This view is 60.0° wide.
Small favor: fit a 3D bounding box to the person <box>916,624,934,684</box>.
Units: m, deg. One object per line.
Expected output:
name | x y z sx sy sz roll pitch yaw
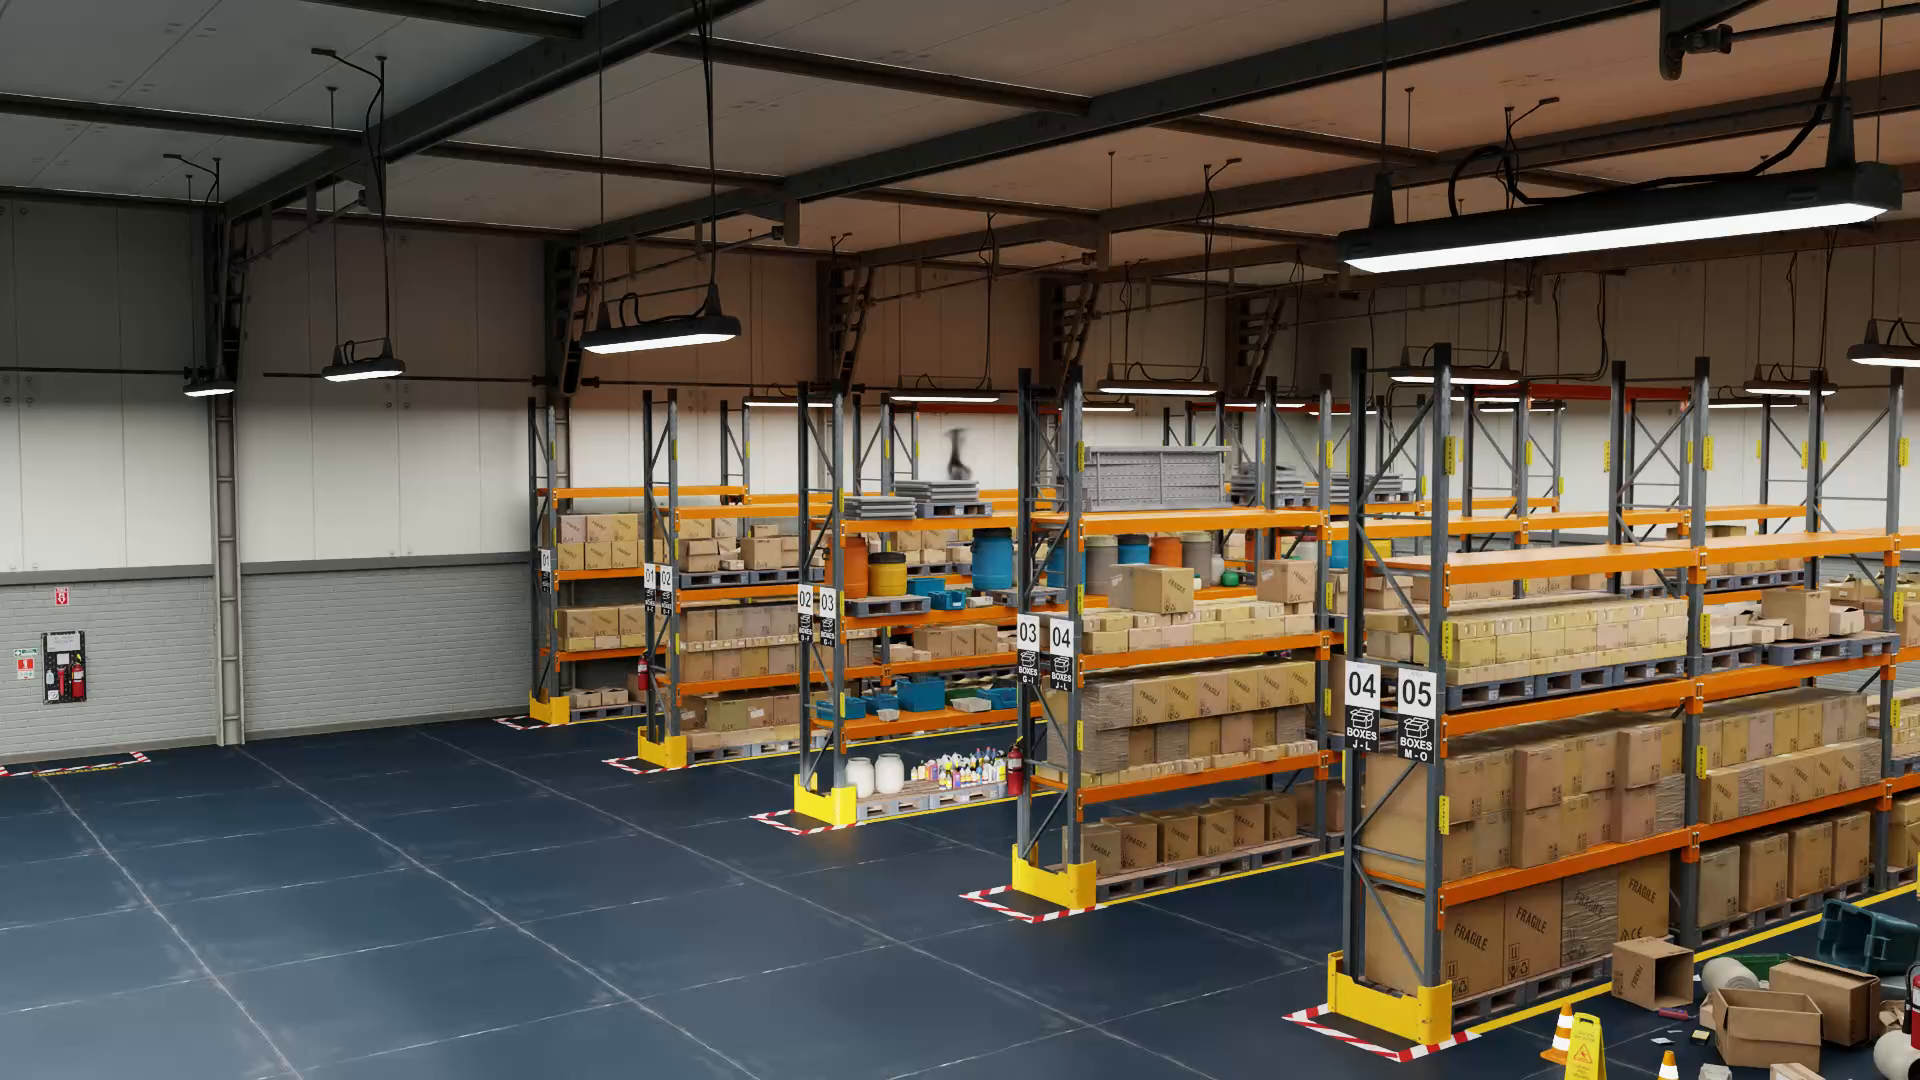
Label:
person | -0.581 2.442 32.204 0.626 1.686 0.559 -2 4 -27
